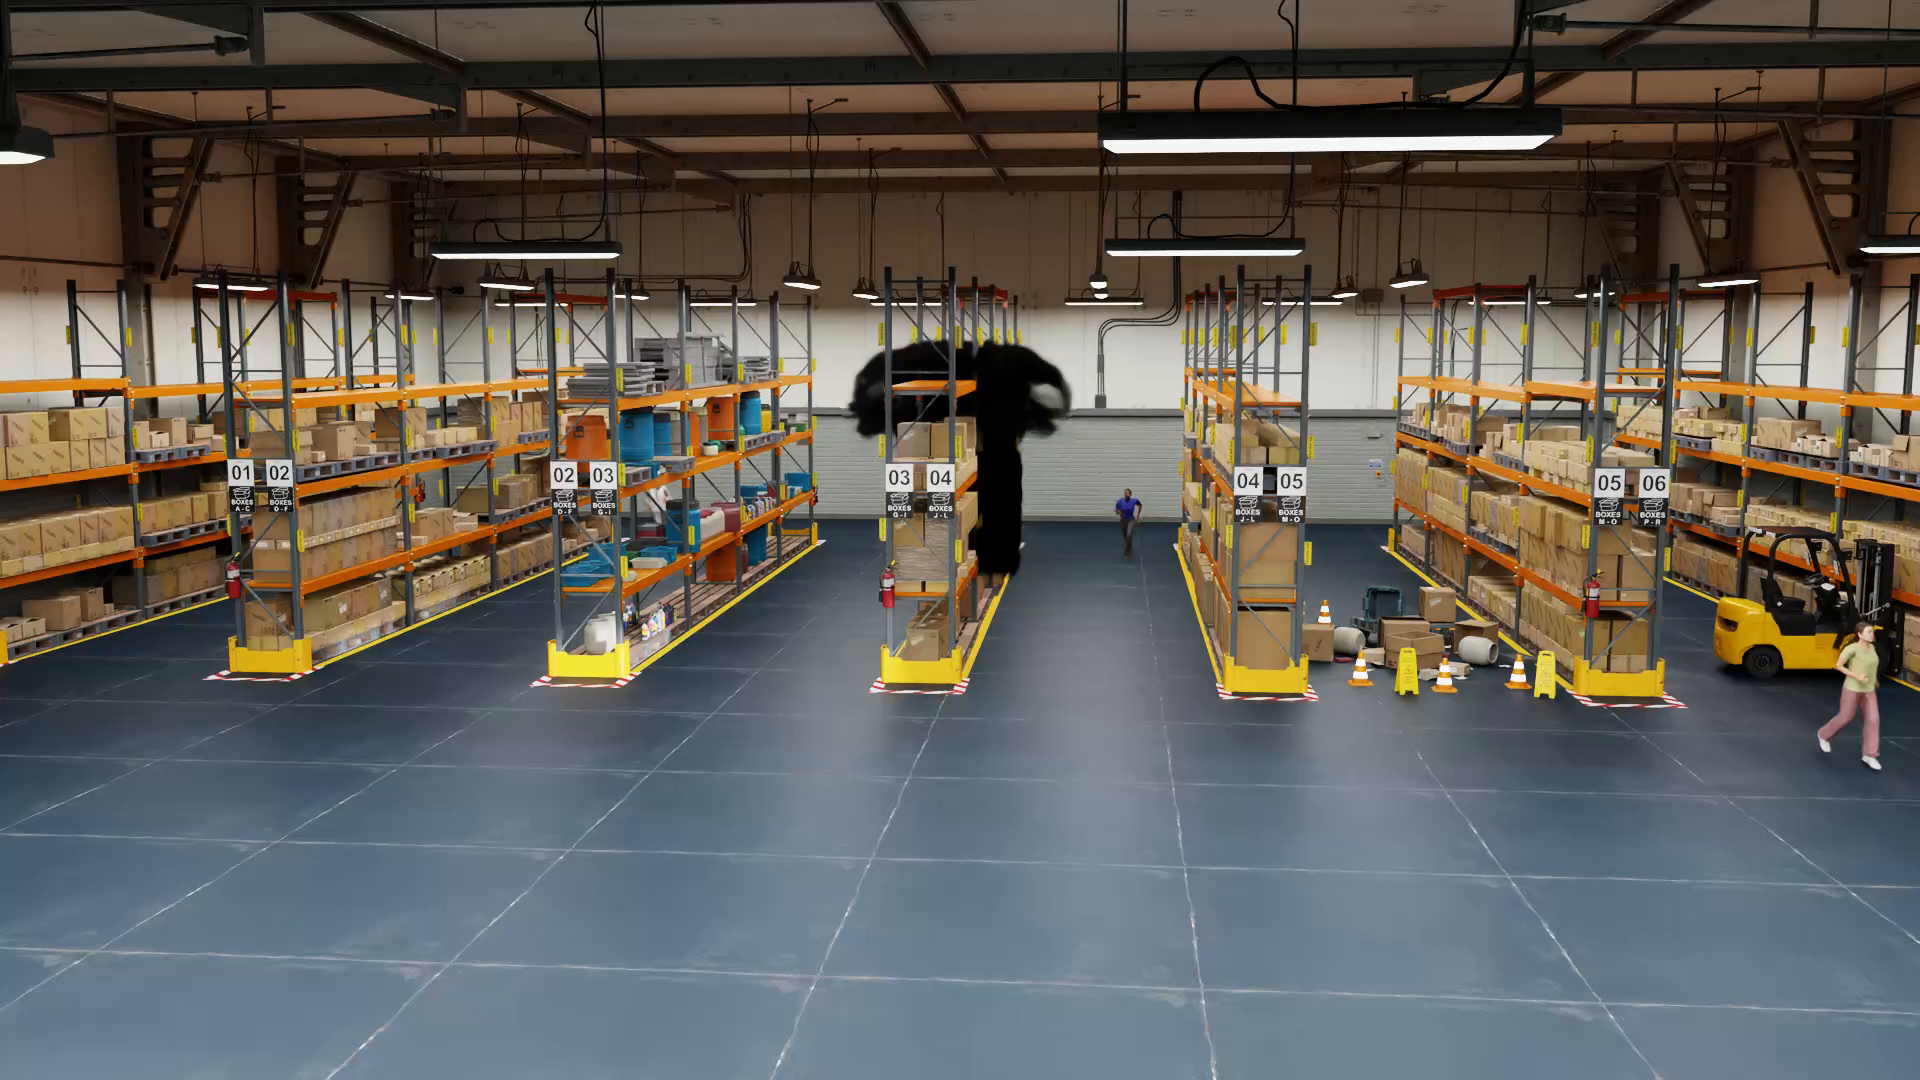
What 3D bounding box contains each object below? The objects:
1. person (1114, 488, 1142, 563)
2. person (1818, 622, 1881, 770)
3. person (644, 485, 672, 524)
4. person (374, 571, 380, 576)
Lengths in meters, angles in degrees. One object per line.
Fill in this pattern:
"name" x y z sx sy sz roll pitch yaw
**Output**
"person" 3.801 -0.358 37.596 0.580 1.658 1.044 2 7 17
"person" 10.612 1.789 19.616 0.616 1.666 0.975 -2 7 -12
"person" -7.264 -0.711 40.057 0.663 1.757 0.671 -2 7 -13
"person" -11.286 0.370 31.710 0.705 1.695 1.008 1 7 6
